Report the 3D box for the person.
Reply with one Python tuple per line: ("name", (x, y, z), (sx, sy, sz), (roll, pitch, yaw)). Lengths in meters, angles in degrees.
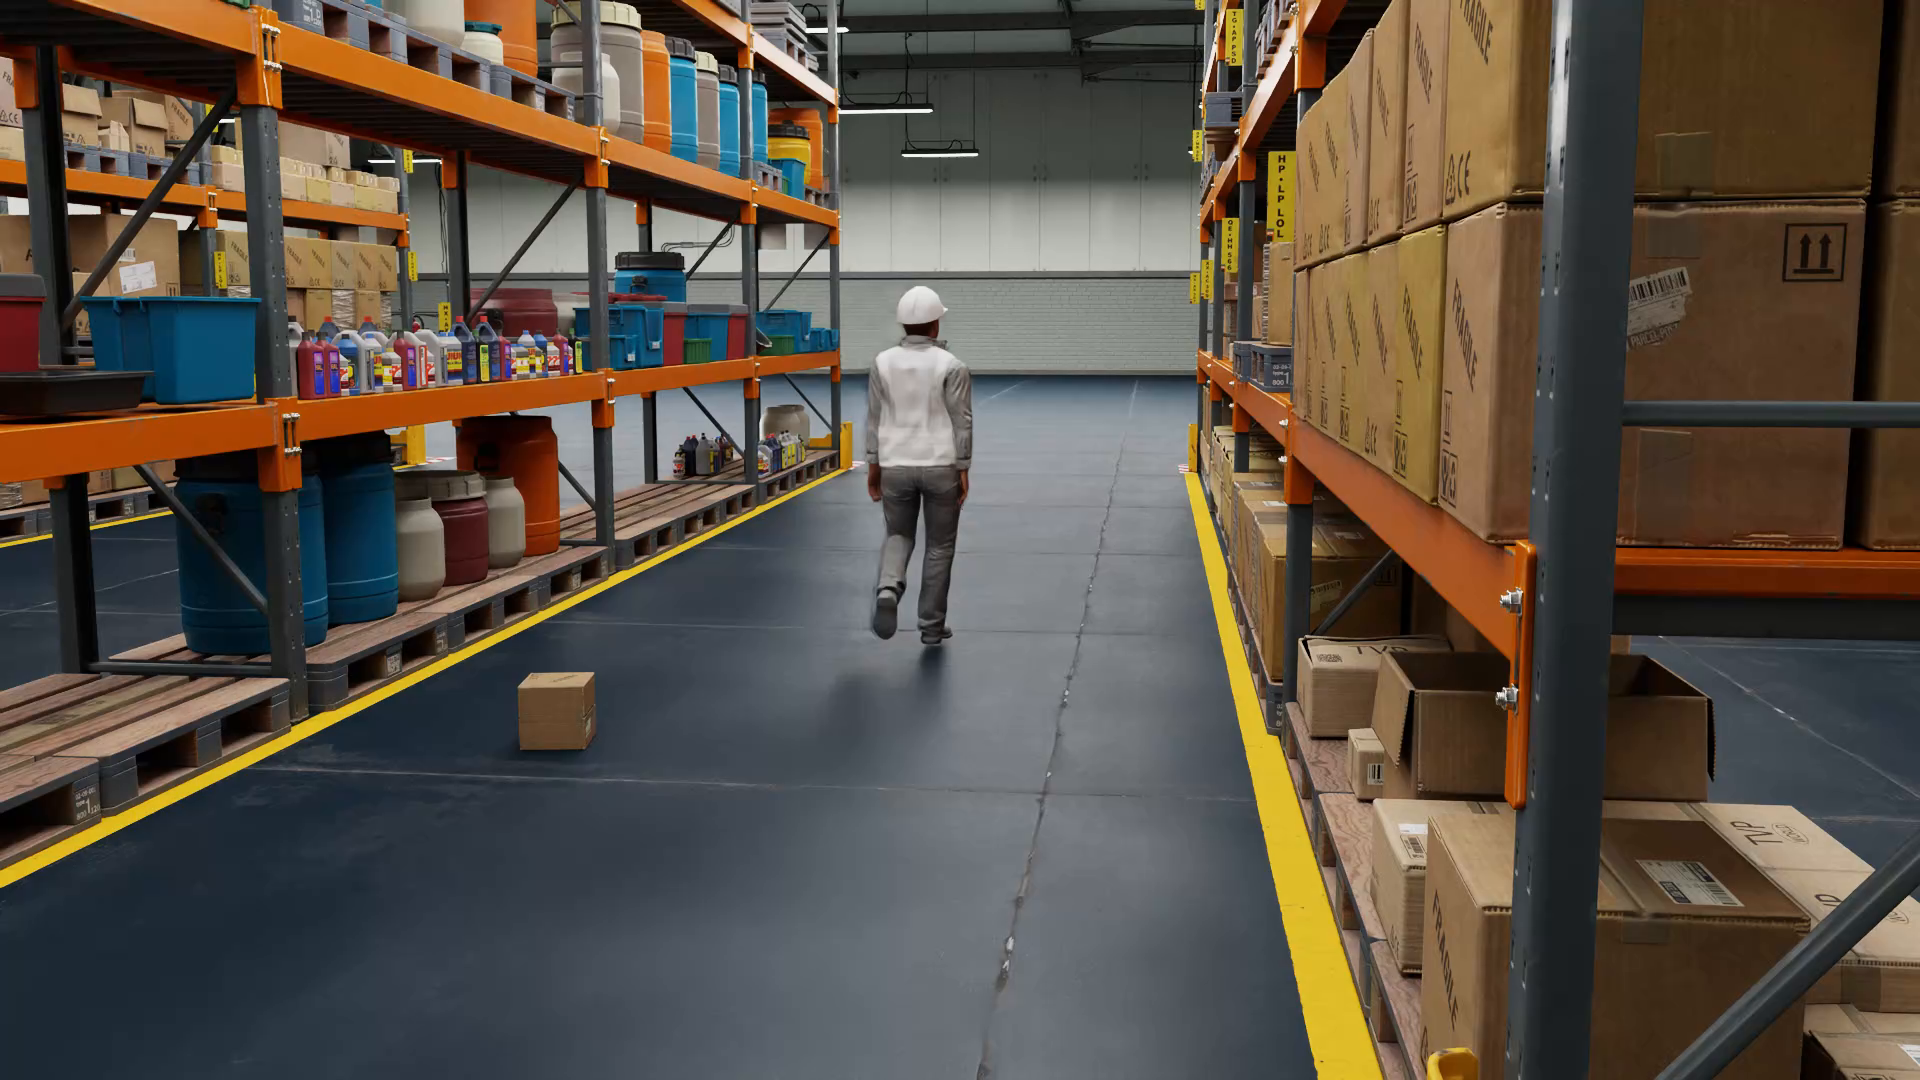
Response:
("person", (-0.199, -0.272, 8.221), (0.453, 1.474, 0.470), (2, 8, 16))
